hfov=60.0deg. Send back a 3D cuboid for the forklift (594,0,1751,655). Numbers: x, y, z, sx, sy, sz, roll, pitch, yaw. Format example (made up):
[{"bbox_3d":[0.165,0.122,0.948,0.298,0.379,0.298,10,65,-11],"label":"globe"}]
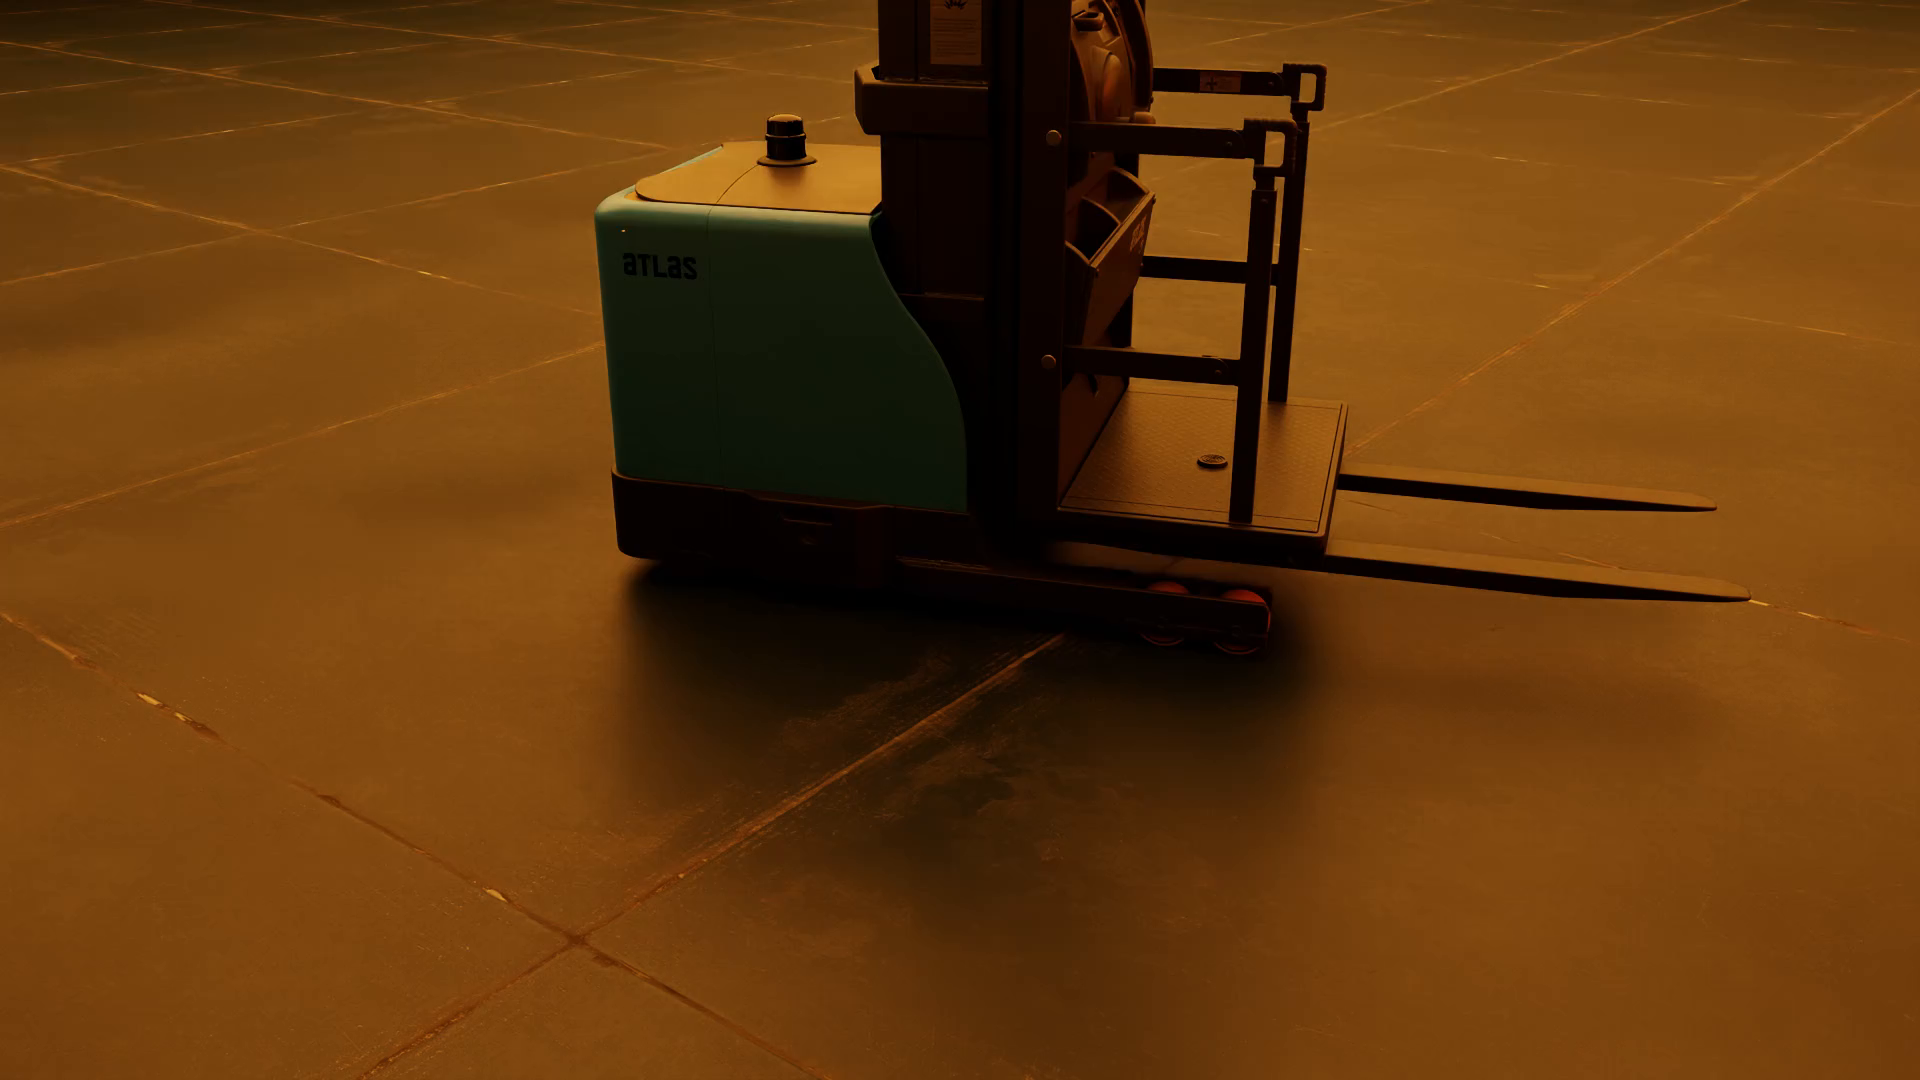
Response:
[{"bbox_3d":[0.587,-1.281,4.284,3.031,2.935,1.130,6,24,14],"label":"forklift"}]
